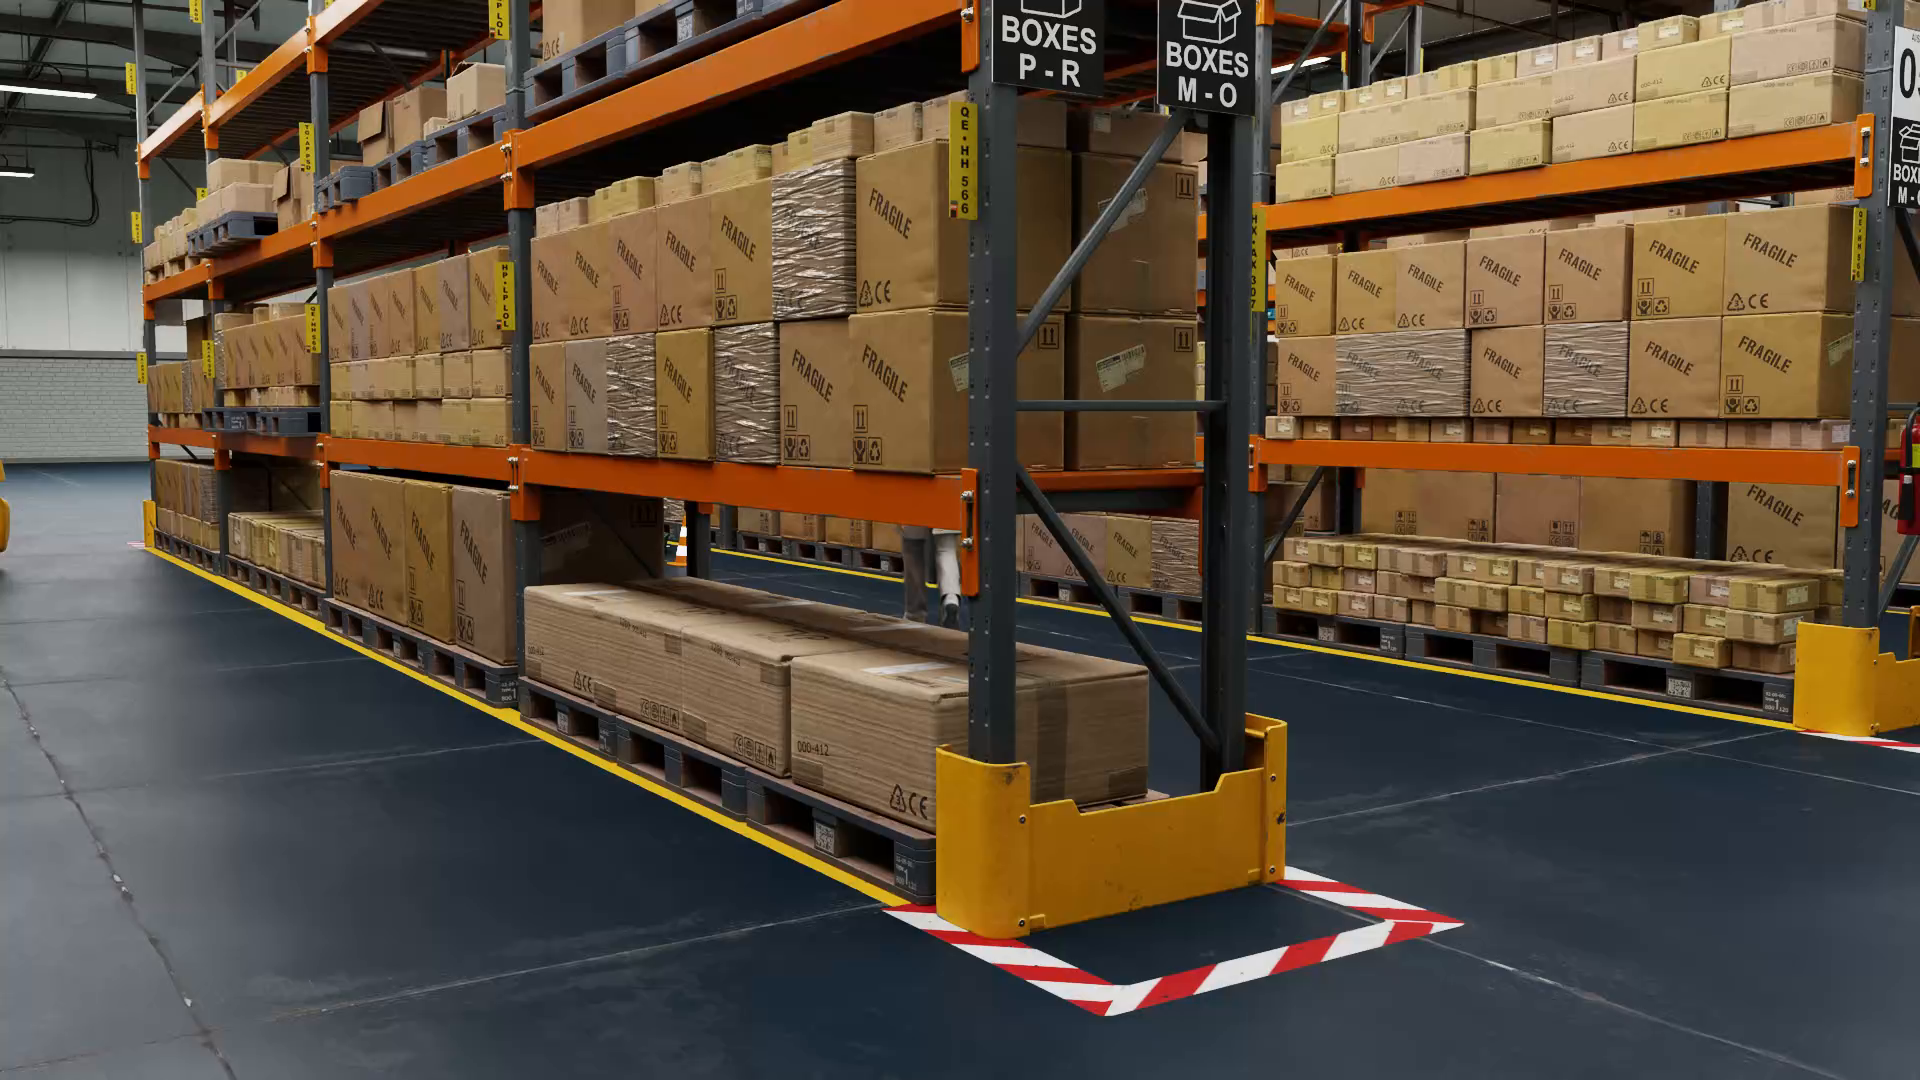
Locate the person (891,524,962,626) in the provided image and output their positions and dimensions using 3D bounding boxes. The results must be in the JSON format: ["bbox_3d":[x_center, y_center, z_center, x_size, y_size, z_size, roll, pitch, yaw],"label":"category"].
[{"bbox_3d":[-0.185,-0.262,11.013,0.580,1.739,1.017,-1,5,-9],"label":"person"}]
